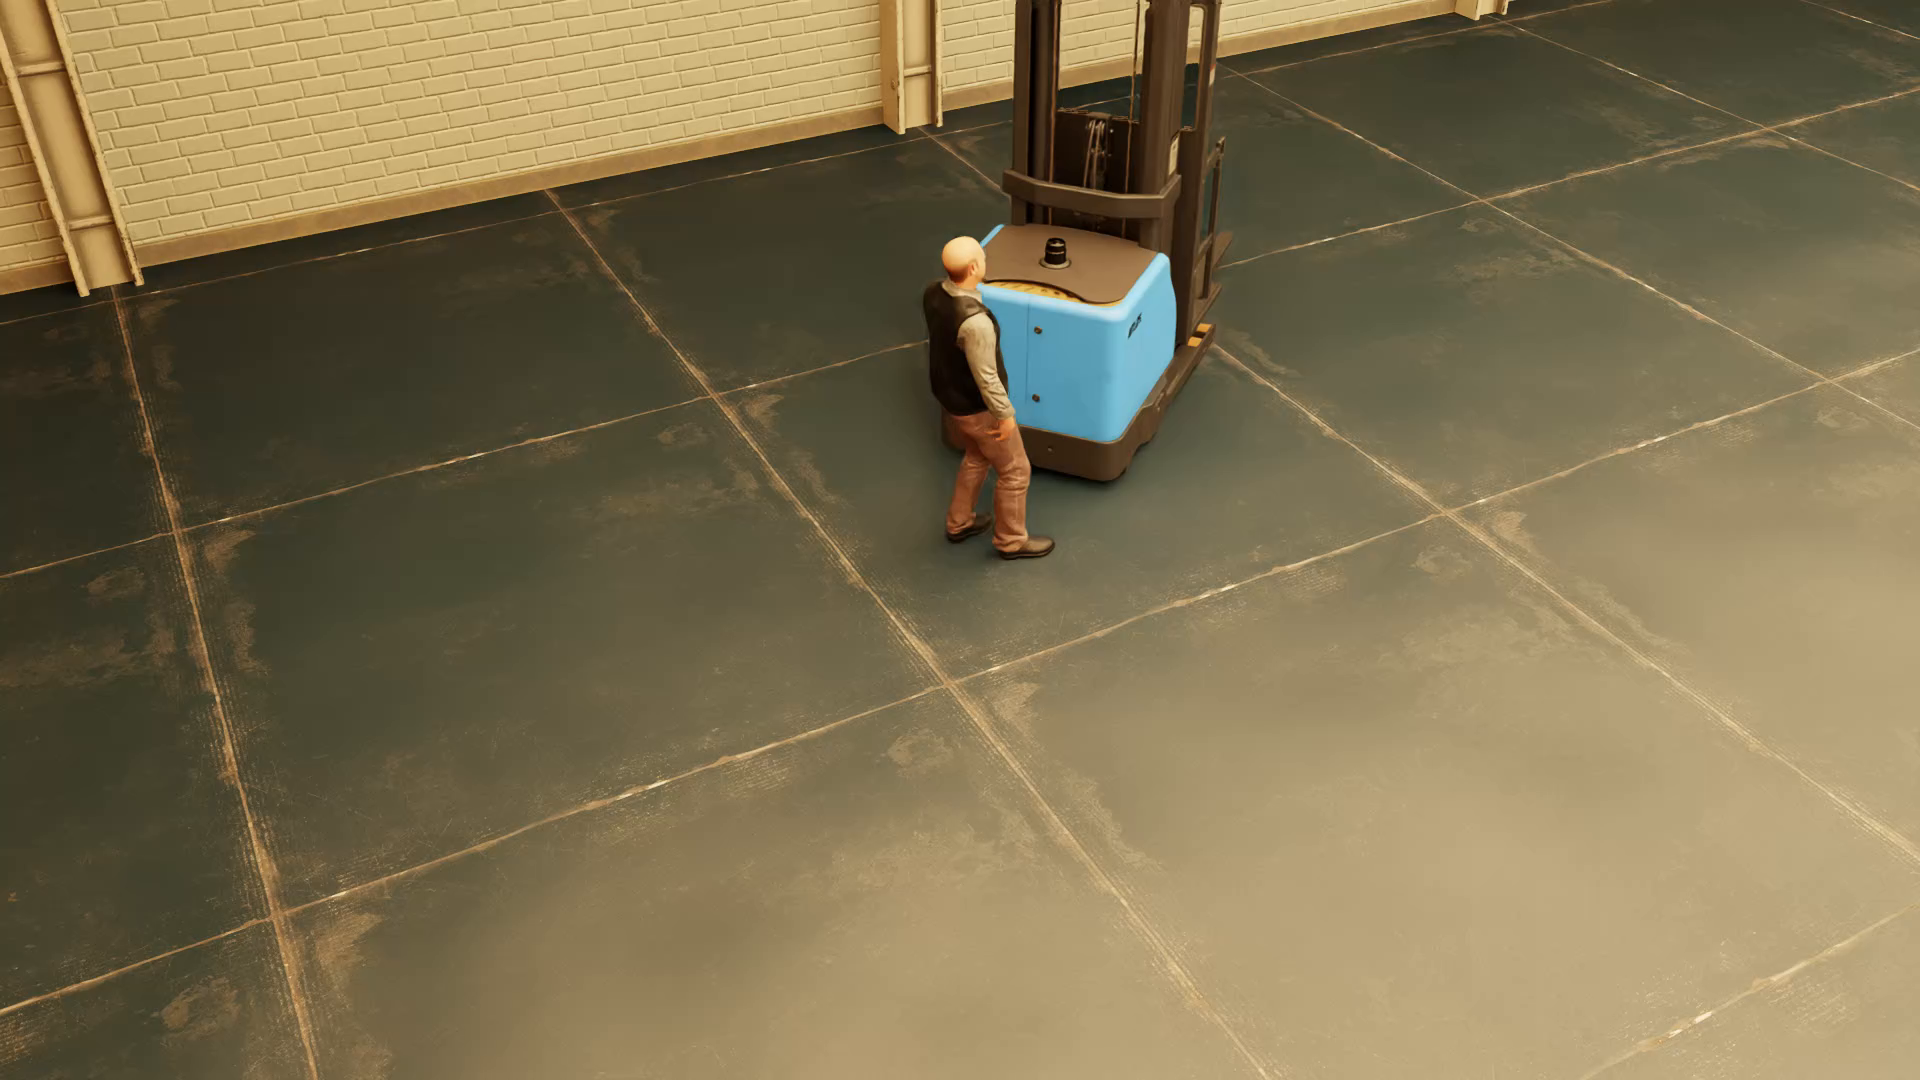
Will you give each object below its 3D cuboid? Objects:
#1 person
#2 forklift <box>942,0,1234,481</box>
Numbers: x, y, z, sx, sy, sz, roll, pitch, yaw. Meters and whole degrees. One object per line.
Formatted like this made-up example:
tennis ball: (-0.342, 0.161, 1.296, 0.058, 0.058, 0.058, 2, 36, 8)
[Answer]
person: (0.132, -0.715, 8.218, 0.561, 1.709, 0.662, -14, 38, -19)
forklift: (0.942, -2.360, 9.462, 1.130, 2.935, 3.031, 14, 38, 19)
